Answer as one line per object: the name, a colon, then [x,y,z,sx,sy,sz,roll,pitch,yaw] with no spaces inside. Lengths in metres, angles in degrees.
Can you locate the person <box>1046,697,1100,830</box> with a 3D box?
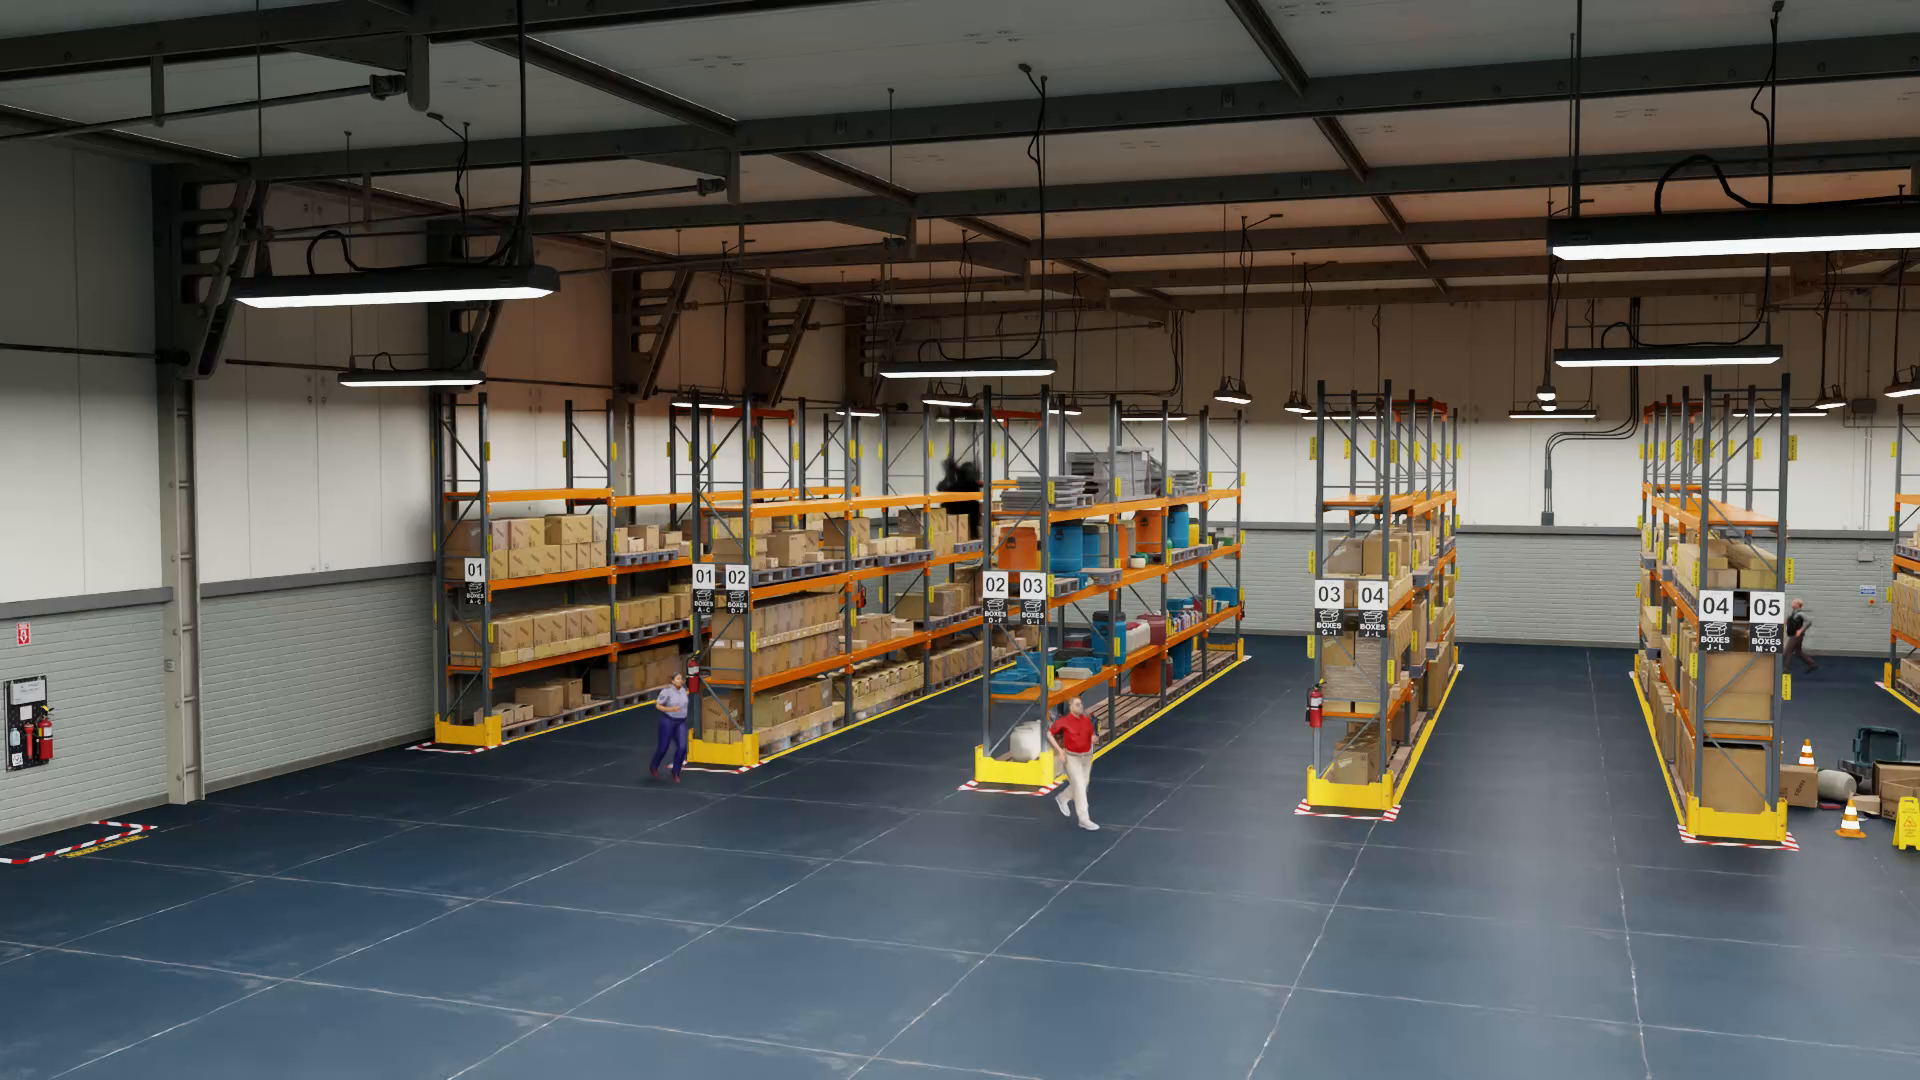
person: [1.548,2.944,22.201,0.669,1.704,0.981,-2,4,-38]

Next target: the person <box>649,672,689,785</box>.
person: [-4.374,2.851,25.316,0.605,1.694,0.756,-2,4,-38]

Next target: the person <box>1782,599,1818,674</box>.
person: [18.496,2.158,36.823,0.936,1.716,0.651,1,3,19]
